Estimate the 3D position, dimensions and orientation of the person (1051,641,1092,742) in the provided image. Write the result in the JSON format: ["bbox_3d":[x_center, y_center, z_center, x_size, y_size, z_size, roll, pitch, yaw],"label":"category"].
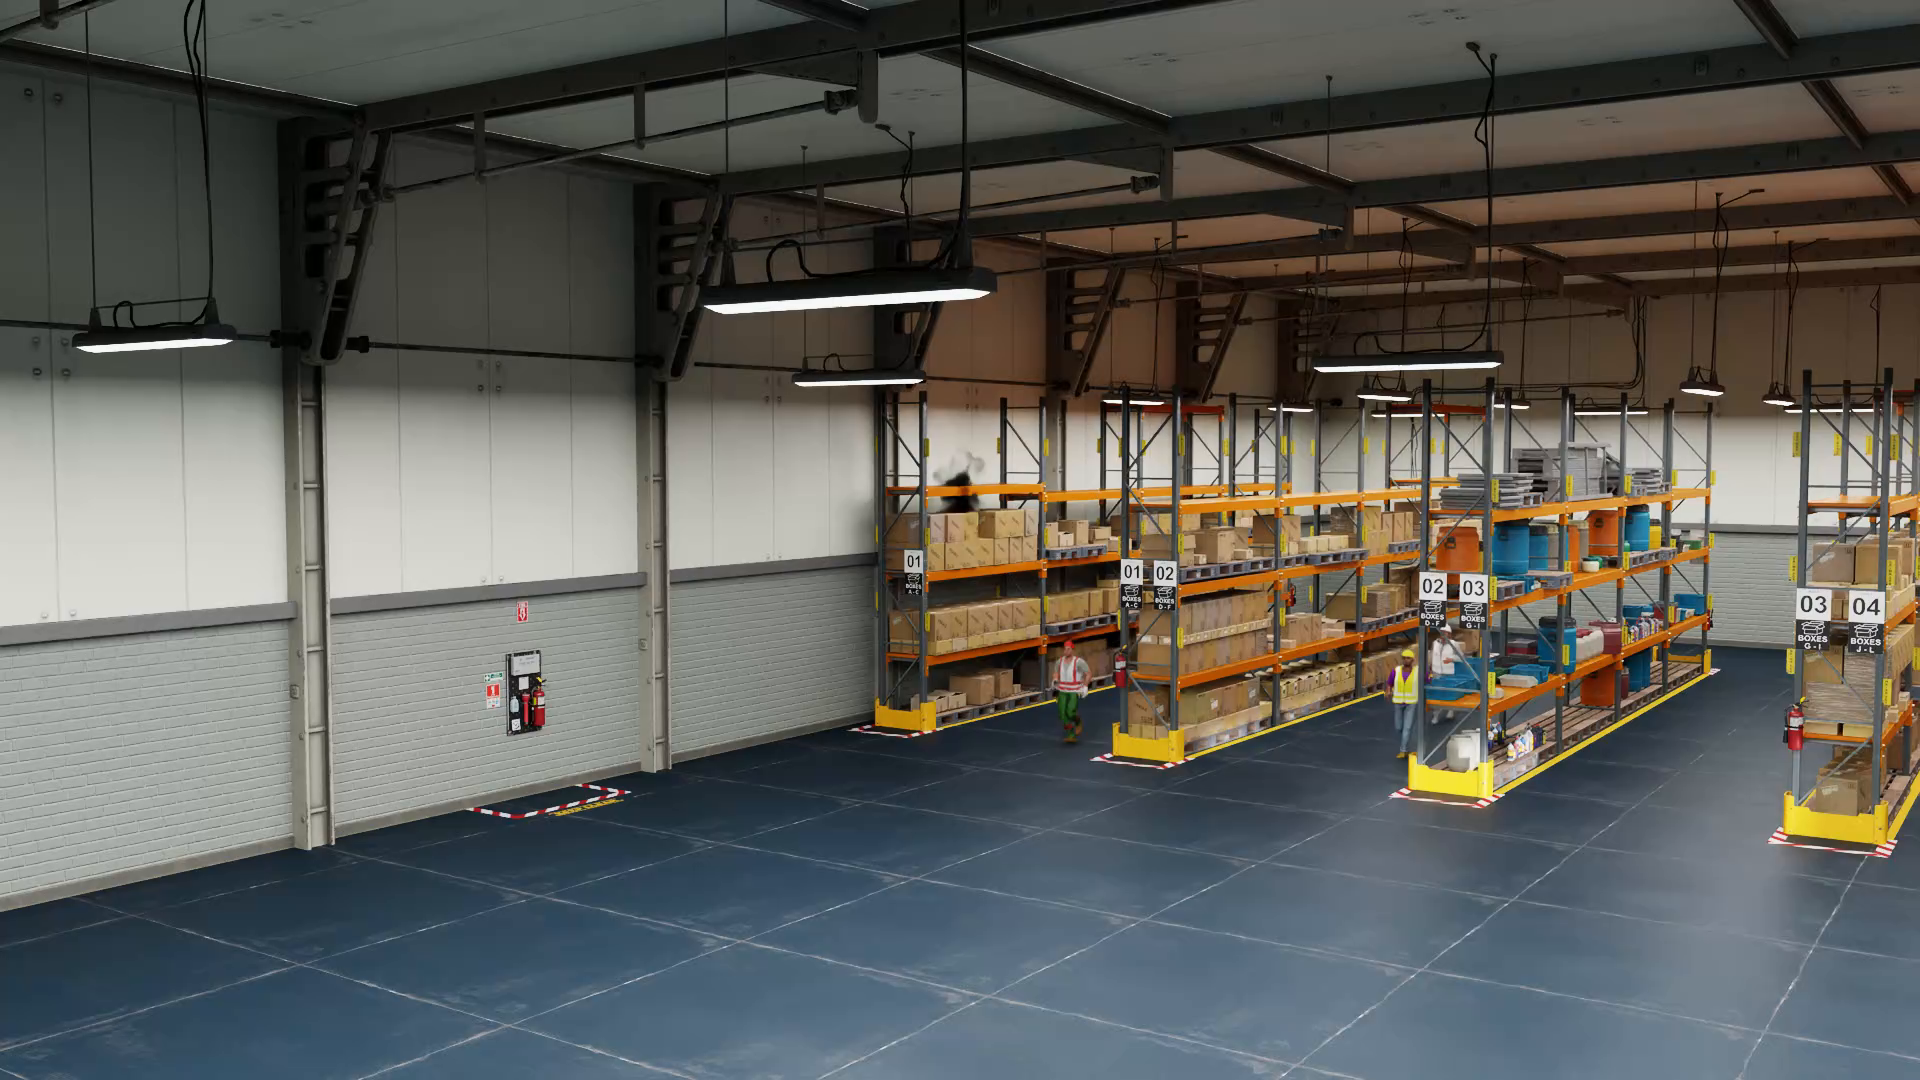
[{"bbox_3d":[1.846,2.577,28.135,0.672,1.744,0.601,2,4,30],"label":"person"}]

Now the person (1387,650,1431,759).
[{"bbox_3d":[7.244,2.645,26.922,0.700,1.739,0.801,2,4,27],"label":"person"}]

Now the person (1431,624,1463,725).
[{"bbox_3d":[8.858,2.439,30.322,0.644,1.823,0.793,2,4,30],"label":"person"}]
